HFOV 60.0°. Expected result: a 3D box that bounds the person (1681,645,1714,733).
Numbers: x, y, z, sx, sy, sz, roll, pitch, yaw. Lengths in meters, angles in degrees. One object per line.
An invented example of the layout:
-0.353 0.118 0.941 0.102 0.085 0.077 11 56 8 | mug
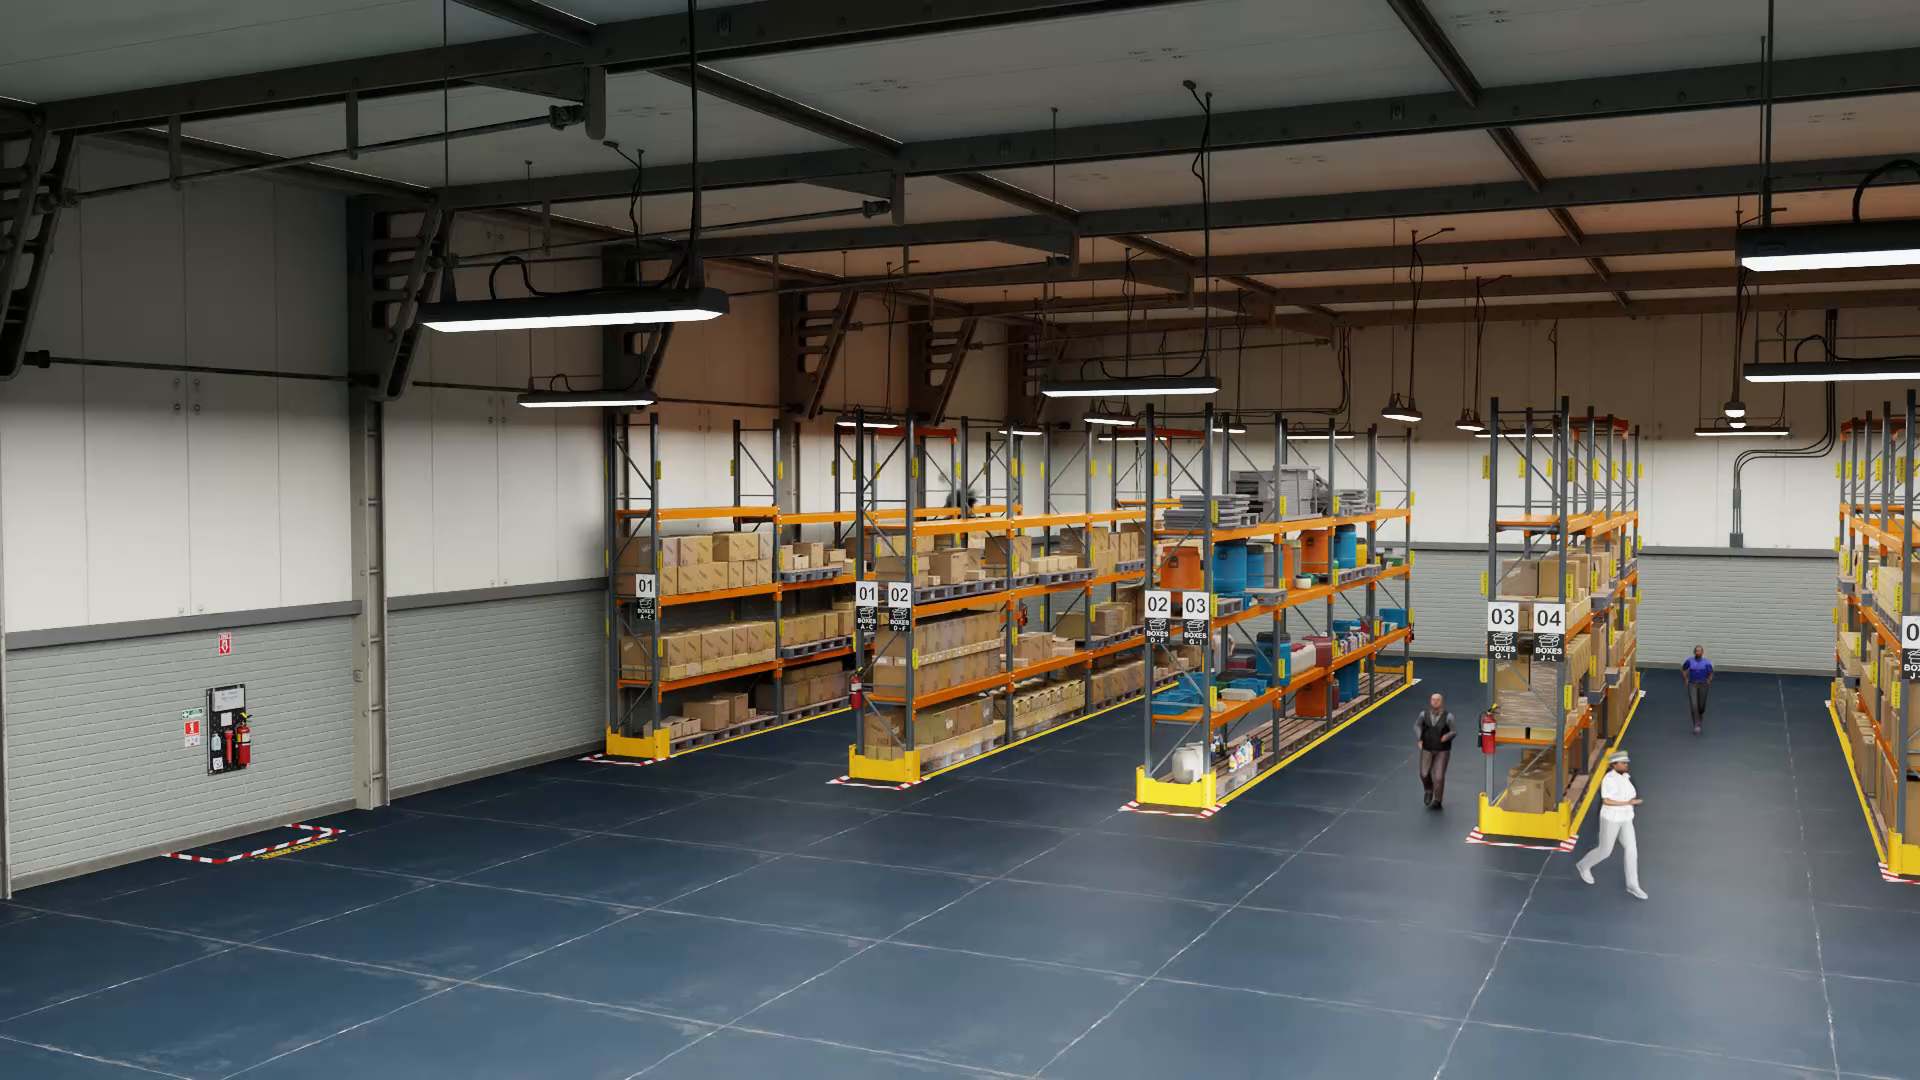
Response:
14.202 2.853 32.026 0.578 1.650 0.779 1 3 22 | person

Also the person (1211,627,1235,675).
5.655 2.627 36.041 0.565 1.674 0.950 1 2 12 | person

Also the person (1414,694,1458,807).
6.998 3.116 24.533 0.649 1.678 0.592 1 3 23 | person

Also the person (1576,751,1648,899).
7.717 3.303 19.614 0.573 1.684 0.938 -1 3 -29 | person
